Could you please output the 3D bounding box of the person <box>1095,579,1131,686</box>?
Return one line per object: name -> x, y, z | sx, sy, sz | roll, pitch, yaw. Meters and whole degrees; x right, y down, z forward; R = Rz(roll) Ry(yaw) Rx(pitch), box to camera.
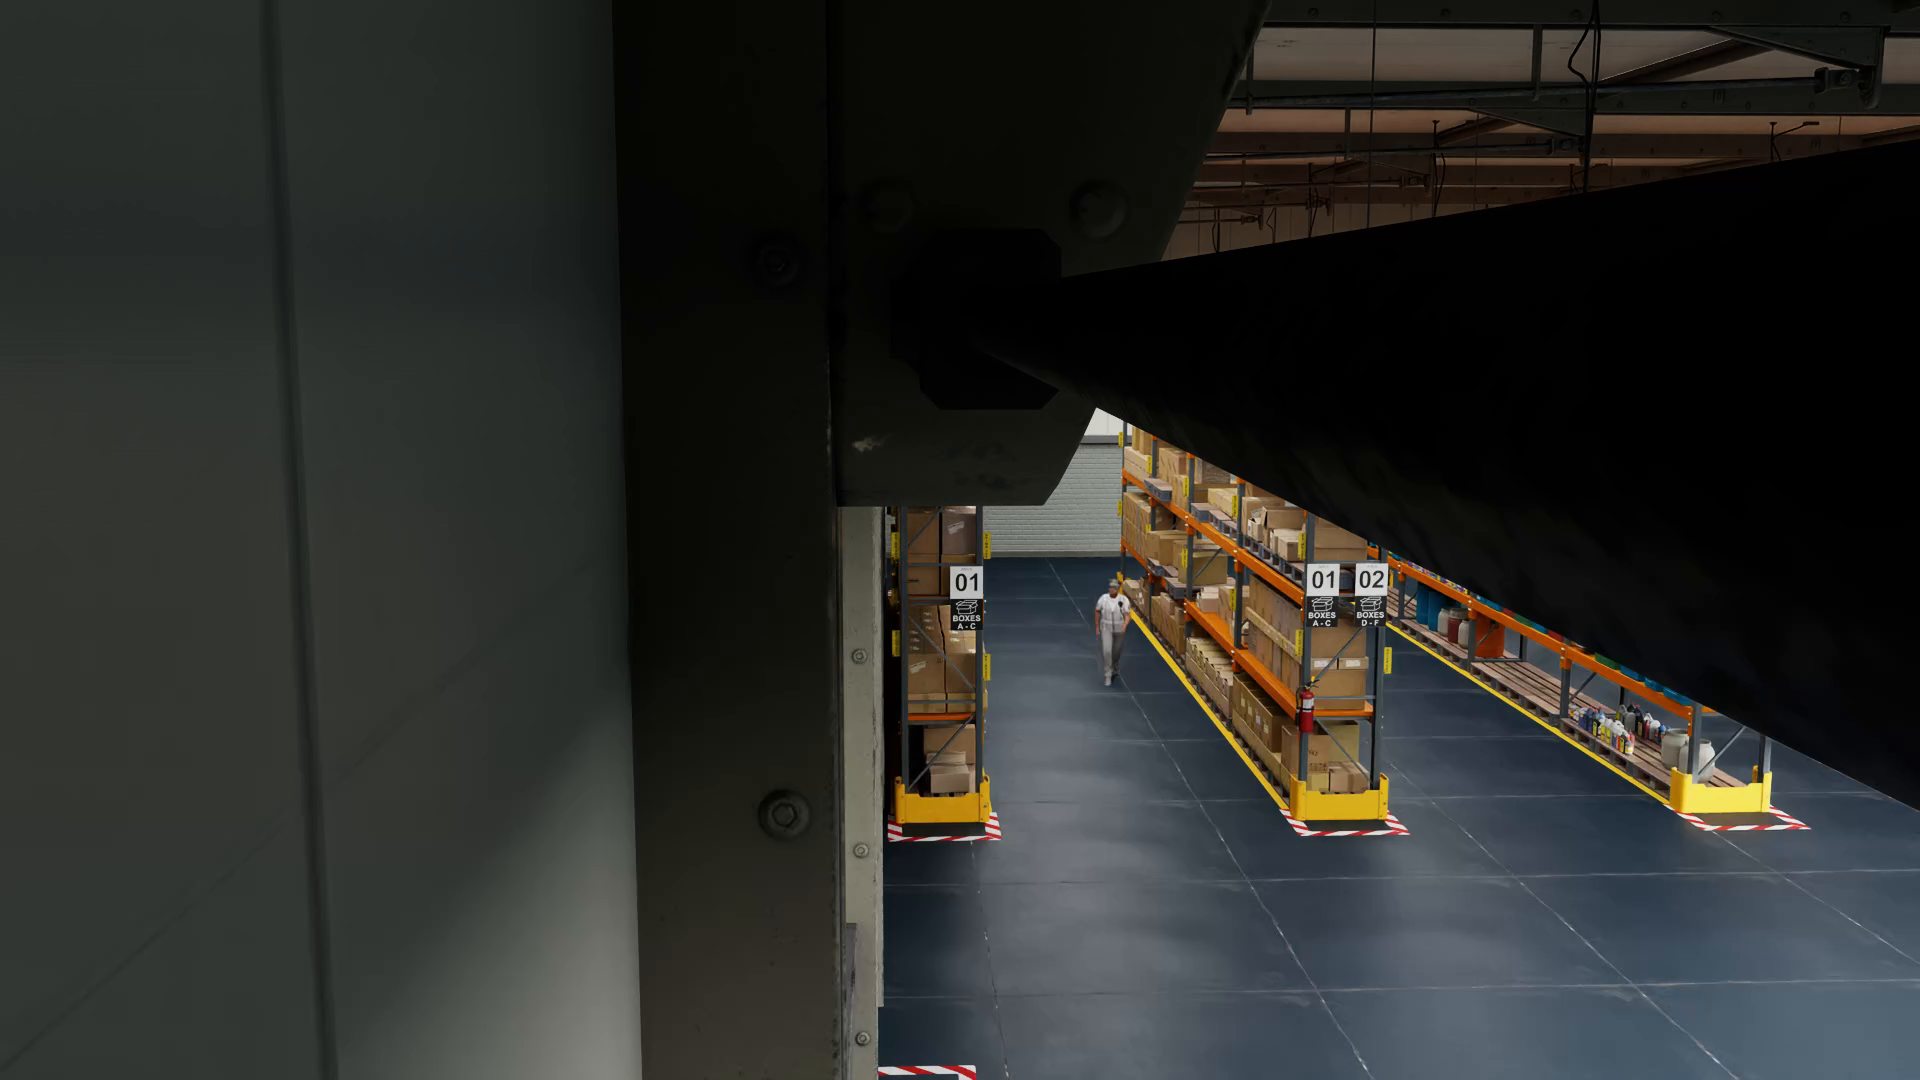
person -> 2.599, 1.543, 28.195 | 0.581, 1.788, 0.947 | 0, 8, -2
